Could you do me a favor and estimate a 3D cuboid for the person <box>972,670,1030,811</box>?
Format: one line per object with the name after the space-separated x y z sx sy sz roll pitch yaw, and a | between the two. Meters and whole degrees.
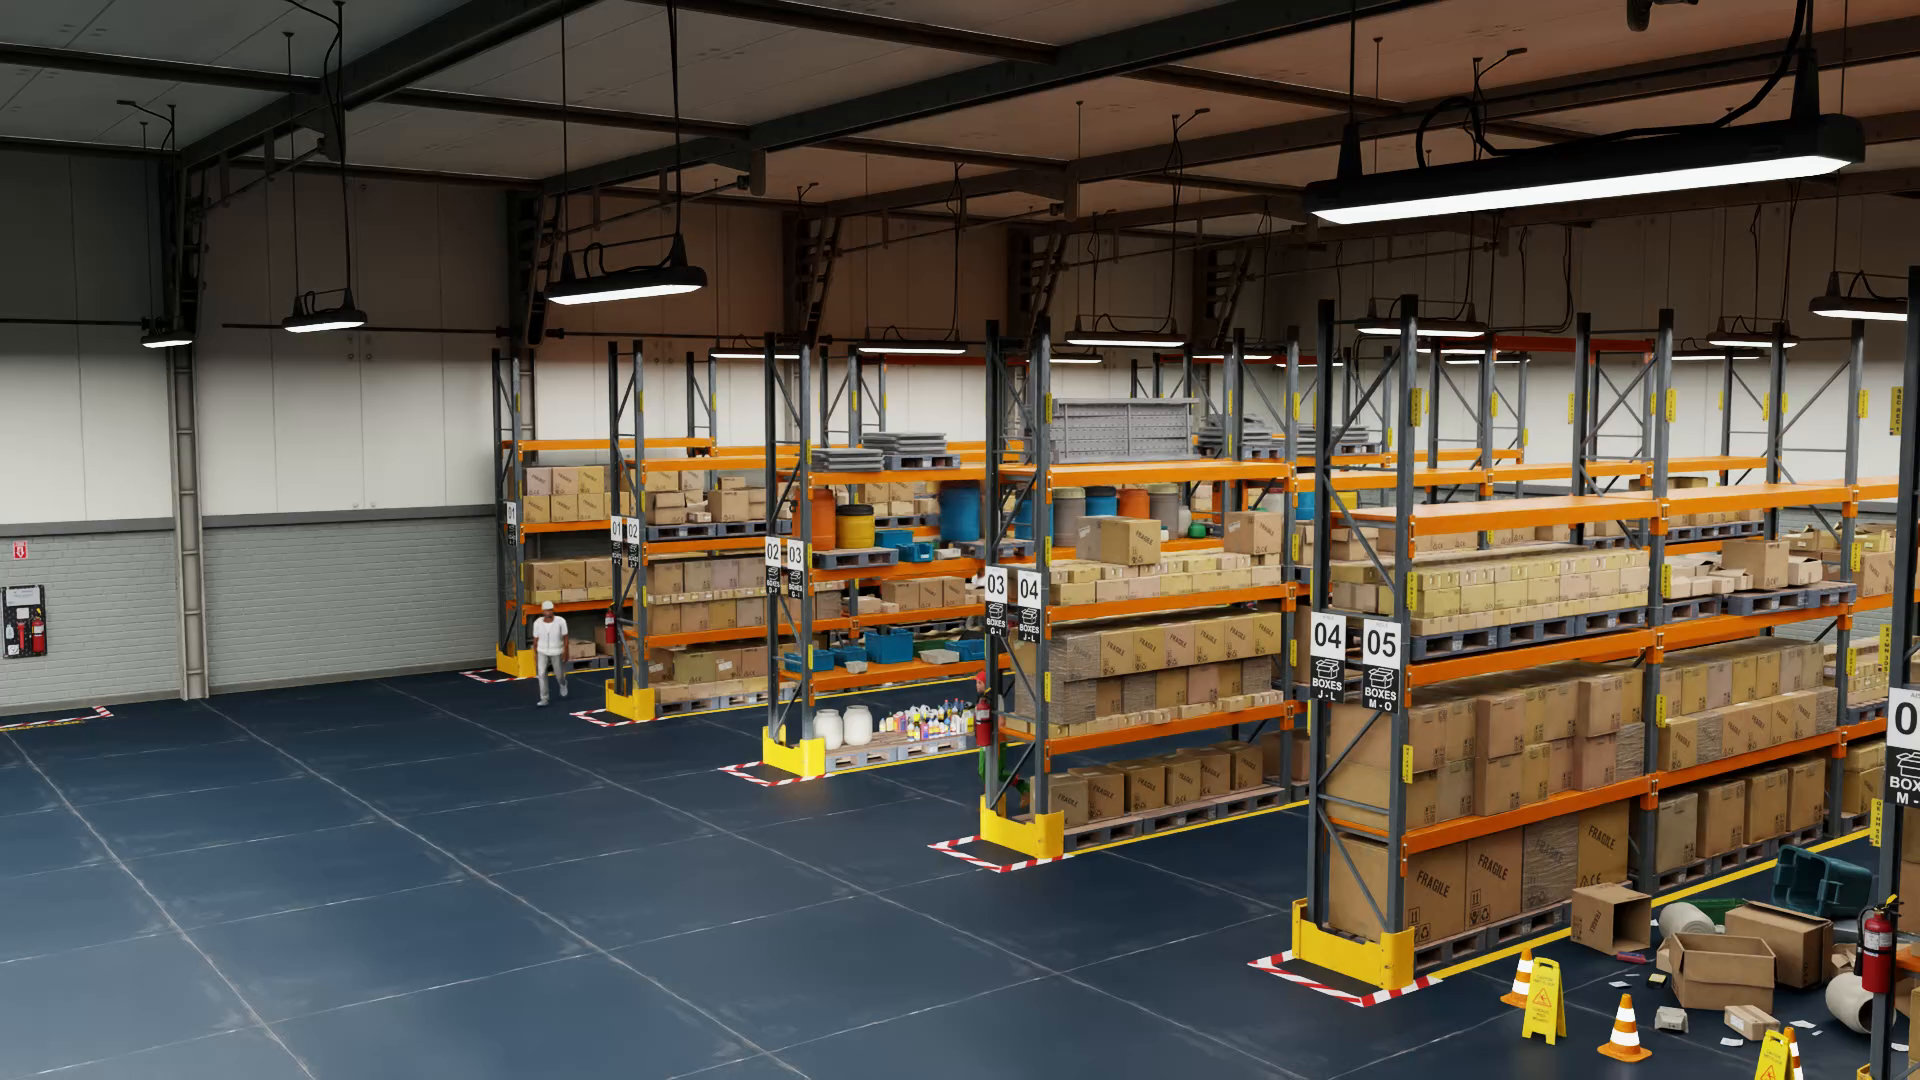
0.516 2.480 20.661 0.740 1.757 0.606 -2 5 -22 | person

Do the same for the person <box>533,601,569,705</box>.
-6.813 1.861 27.754 0.575 1.732 0.931 0 5 1 | person

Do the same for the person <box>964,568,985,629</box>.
0.372 1.287 34.015 1.079 1.711 0.631 -4 6 -38 | person
